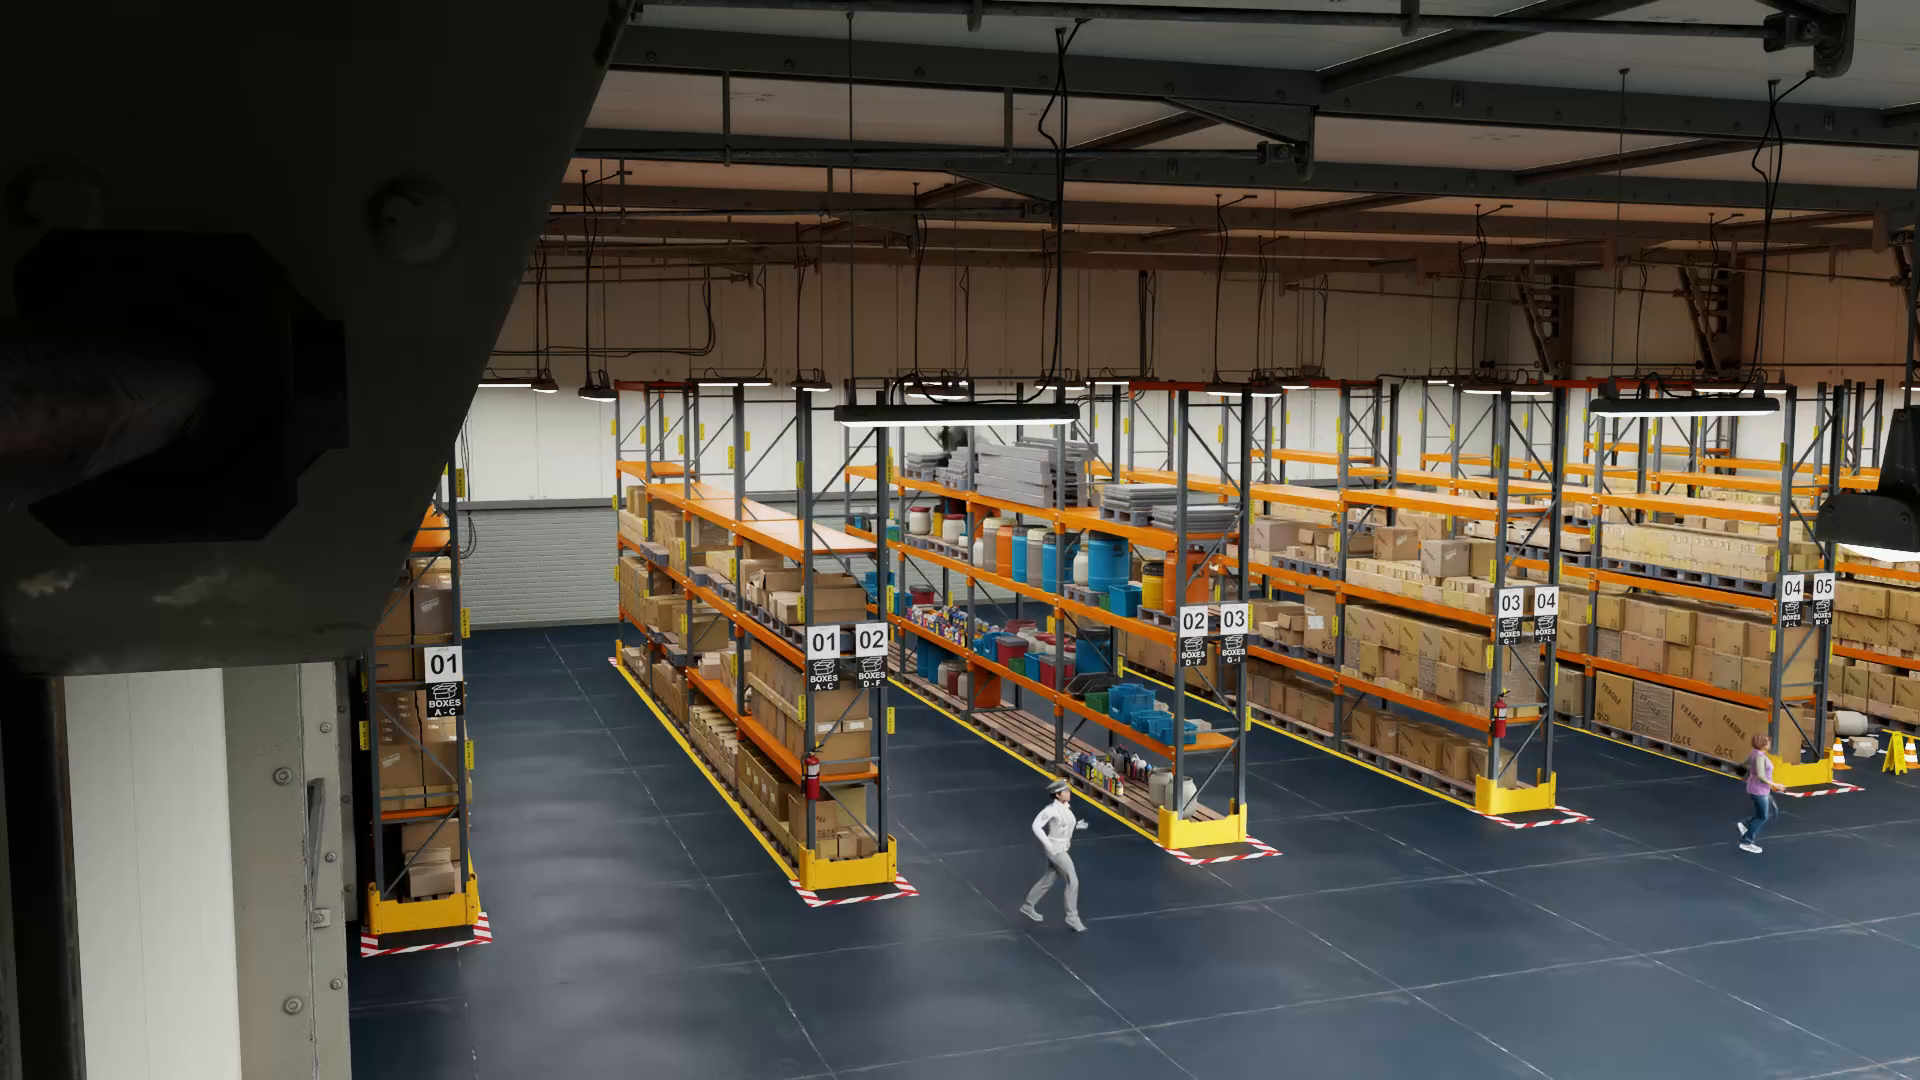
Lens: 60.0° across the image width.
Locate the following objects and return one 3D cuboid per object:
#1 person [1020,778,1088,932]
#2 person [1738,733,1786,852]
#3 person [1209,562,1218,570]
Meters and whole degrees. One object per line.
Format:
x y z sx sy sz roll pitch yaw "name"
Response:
1.068 3.524 18.715 0.790 1.747 0.585 1 6 11 "person"
10.427 3.280 21.616 0.537 1.566 0.539 2 6 21 "person"
6.094 1.193 41.059 0.763 1.616 0.738 -2 6 -17 "person"
